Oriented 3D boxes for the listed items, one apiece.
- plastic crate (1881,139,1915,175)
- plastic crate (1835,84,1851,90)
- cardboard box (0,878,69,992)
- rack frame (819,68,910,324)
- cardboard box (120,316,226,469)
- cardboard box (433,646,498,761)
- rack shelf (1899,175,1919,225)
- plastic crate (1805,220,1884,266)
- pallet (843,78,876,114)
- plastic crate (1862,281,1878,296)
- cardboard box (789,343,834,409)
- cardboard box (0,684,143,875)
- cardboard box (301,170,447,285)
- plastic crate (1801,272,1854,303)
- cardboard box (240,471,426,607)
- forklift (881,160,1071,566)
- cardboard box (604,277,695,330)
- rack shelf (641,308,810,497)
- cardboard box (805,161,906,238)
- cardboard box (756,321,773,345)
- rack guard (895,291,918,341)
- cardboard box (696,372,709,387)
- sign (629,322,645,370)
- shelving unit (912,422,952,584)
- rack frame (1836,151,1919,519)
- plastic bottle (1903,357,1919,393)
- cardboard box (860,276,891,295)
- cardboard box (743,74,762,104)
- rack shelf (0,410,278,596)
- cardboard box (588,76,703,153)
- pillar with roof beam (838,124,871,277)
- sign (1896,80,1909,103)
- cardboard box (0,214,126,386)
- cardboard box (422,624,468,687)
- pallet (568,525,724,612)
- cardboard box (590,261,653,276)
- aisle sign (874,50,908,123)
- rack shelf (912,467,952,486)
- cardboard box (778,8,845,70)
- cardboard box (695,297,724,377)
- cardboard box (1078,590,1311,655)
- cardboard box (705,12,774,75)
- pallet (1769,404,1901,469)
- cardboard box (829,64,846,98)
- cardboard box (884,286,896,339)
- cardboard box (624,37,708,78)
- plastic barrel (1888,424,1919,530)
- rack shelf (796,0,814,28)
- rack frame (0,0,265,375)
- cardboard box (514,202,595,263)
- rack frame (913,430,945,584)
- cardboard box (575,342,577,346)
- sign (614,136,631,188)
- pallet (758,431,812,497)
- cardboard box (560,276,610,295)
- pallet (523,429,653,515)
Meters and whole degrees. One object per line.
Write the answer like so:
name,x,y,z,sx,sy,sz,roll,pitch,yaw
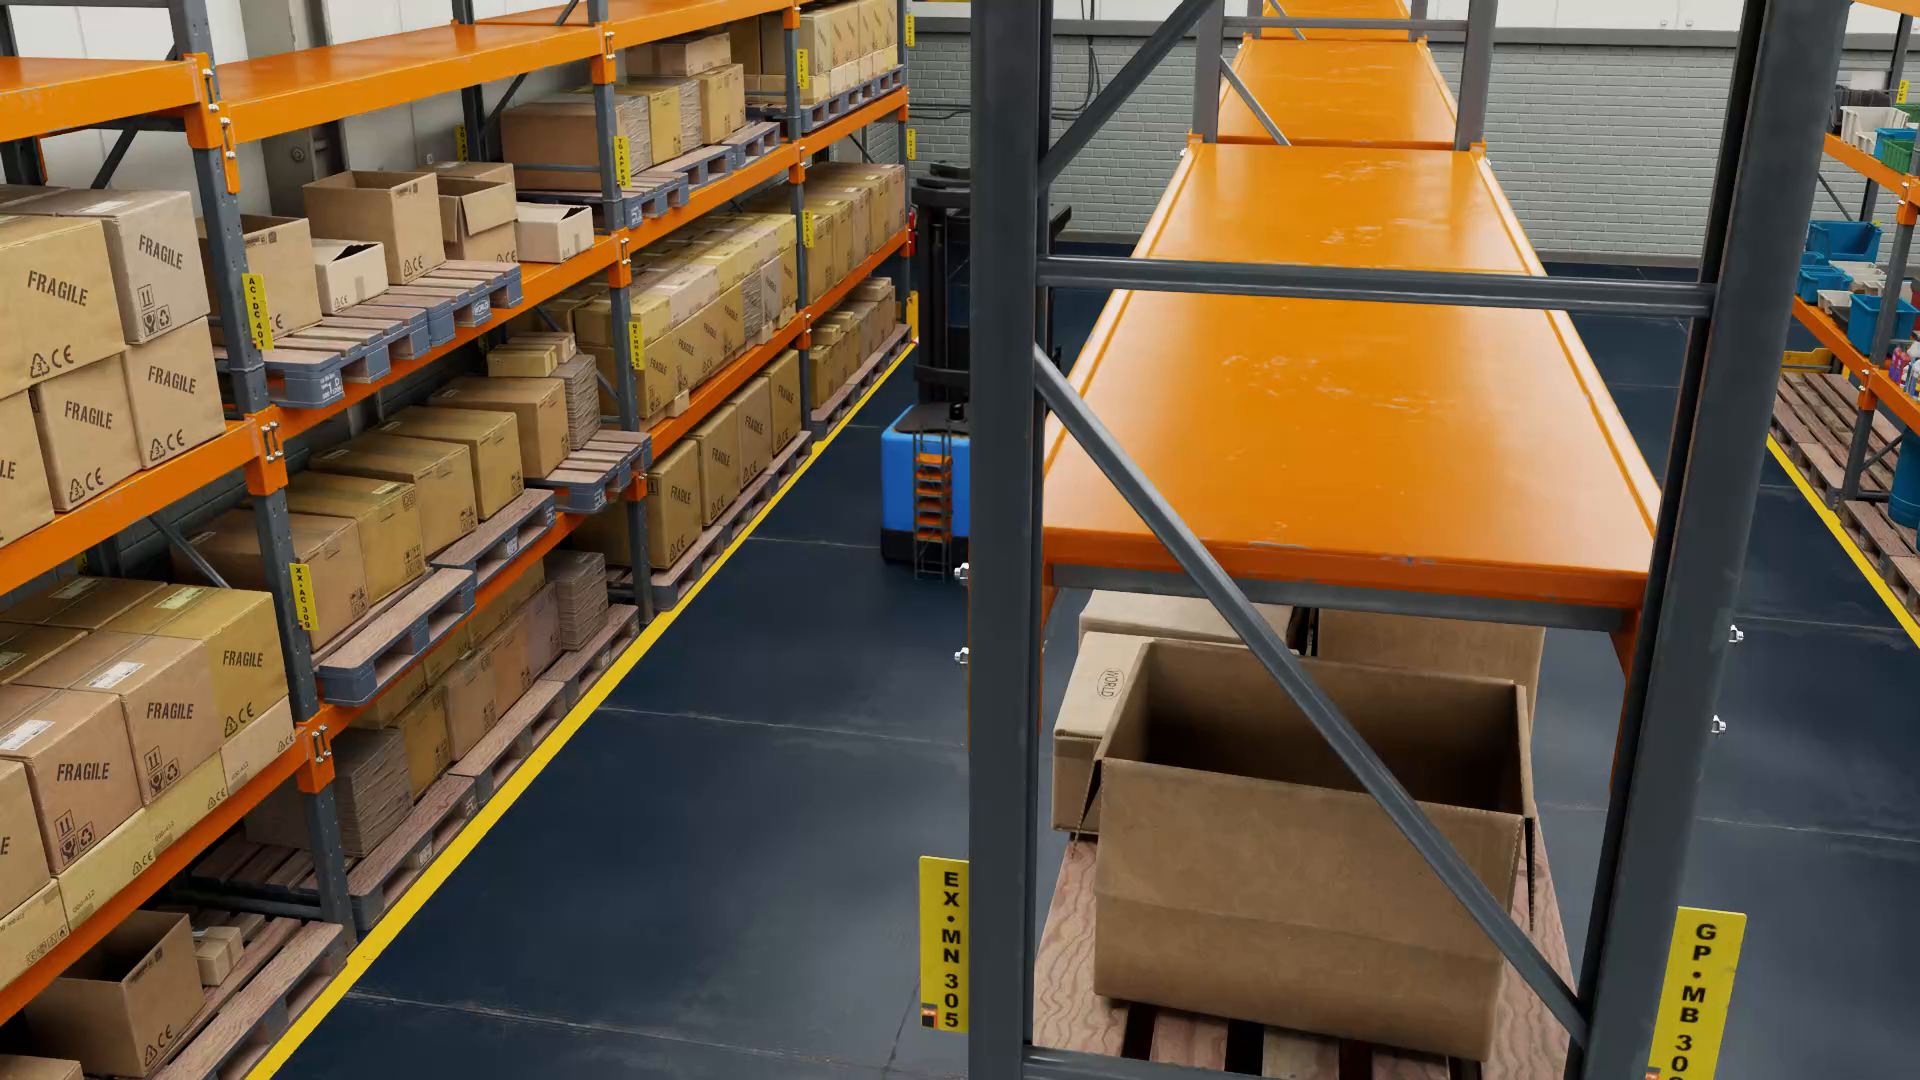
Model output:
plastic crate,7.602,-3.018,13.131,0.450,0.188,0.662,4,22,11
plastic crate,8.276,-4.221,16.010,0.497,0.269,0.590,4,22,11
cardboard box,-3.619,1.431,5.990,0.500,0.250,0.500,5,22,11
rack frame,-1.071,-3.765,18.718,1.000,3.000,0.127,4,22,11
cardboard box,-3.381,-0.619,6.730,0.500,0.500,0.500,5,22,12
cardboard box,-3.186,0.932,9.812,0.700,0.500,0.500,5,22,12
rack shelf,7.403,-1.873,10.968,1.077,0.370,4.000,4,22,11
plastic crate,8.742,-2.918,16.485,0.616,0.435,0.499,4,22,11
pallet,-1.459,-4.396,16.387,1.003,0.211,1.213,4,22,11
plastic crate,8.490,-2.285,15.316,0.298,0.136,0.250,4,22,11
cardboard box,-1.634,-1.603,16.134,0.700,0.500,0.500,5,22,12
cardboard box,-3.523,0.899,6.308,0.500,0.500,0.500,4,22,9
cardboard box,-3.078,-1.654,8.765,0.500,0.500,0.500,4,22,9
plastic crate,7.925,-2.304,15.233,0.416,0.233,0.300,4,22,11
cardboard box,-3.262,-0.014,8.682,0.700,0.500,0.500,7,23,16
forklift,0.265,-1.653,13.565,1.130,2.935,3.031,6,23,14
cardboard box,-2.250,-1.724,12.087,0.500,0.250,0.500,4,22,10
rack shelf,-2.296,-1.237,13.404,1.077,0.370,4.000,4,22,11
cardboard box,-1.165,-3.717,18.197,0.980,0.700,0.700,5,23,13
cardboard box,-1.801,-1.763,14.057,0.380,0.149,0.250,4,22,11
rack guard,-1.066,-2.615,19.207,1.175,0.500,0.348,4,22,11
cardboard box,-2.174,-1.308,12.925,0.380,0.149,0.250,5,22,12
sign,-2.170,-1.302,11.157,0.100,0.325,0.005,4,22,11
shelving unit,-0.206,-0.273,12.455,0.258,1.200,0.189,6,23,14
rack frame,7.811,-1.547,13.210,1.000,3.000,0.127,4,22,11
plastic bottle,7.266,-1.258,12.664,0.097,0.271,0.097,0,22,0
cardboard box,-0.964,-2.777,18.179,0.380,0.149,0.250,4,22,10
cardboard box,-1.977,-4.134,15.122,0.500,0.250,0.500,5,22,11
rack shelf,-3.928,0.297,5.579,1.077,0.370,4.000,4,22,11
cardboard box,-2.390,-3.244,12.685,0.700,0.500,0.500,4,22,11
pillar with roof beam,2.847,-7.273,19.398,9.100,9.000,0.400,4,22,11
sign,9.169,-4.317,16.212,0.100,0.325,0.005,4,22,11
cardboard box,-3.459,-0.881,6.043,0.500,0.500,0.500,6,23,14
cardboard box,-3.197,0.609,9.611,0.500,0.250,0.500,4,22,9
pallet,-2.469,0.171,12.676,1.003,0.211,1.213,4,22,11
cardboard box,-2.648,-1.943,12.631,0.500,0.250,0.500,4,22,10
aisle sign,-0.763,-4.975,18.241,0.394,0.787,0.004,4,22,11
rack shelf,-0.206,-0.454,12.382,0.258,0.103,0.180,6,23,14
cardboard box,-1.369,-4.641,15.378,0.500,0.500,0.500,4,22,10
cardboard box,-2.136,-1.563,12.692,0.500,0.500,0.500,4,22,11
cardboard box,0.604,0.208,4.206,0.500,0.311,0.500,7,23,17
cardboard box,-1.973,-4.486,14.994,0.500,0.500,0.500,4,22,11
pallet,8.170,-0.973,15.517,1.003,0.211,1.213,4,22,11
cardboard box,-1.370,-4.283,15.494,0.500,0.250,0.500,4,22,10
cardboard box,-1.116,-2.537,18.452,0.700,0.500,0.500,4,22,11
cardboard box,-2.293,-3.777,13.006,0.500,0.250,0.500,4,22,9
plastic barrel,7.683,-0.571,13.033,0.600,0.901,0.708,4,22,11
rack shelf,-1.479,-5.297,15.990,1.077,0.370,4.000,4,22,11
rack frame,-3.520,-2.159,6.700,1.000,3.000,0.127,4,22,11
cardboard box,-2.586,-1.915,10.201,0.500,0.311,0.500,4,22,11
rack frame,-0.230,-0.240,12.373,0.240,1.200,0.006,6,23,14
cardboard box,-2.865,-1.226,11.854,0.500,0.500,0.500,5,22,11
sign,-2.173,-2.429,10.692,0.100,0.325,0.005,4,22,11
pallet,-1.971,-0.721,14.891,1.003,0.211,1.213,4,22,11
cardboard box,-2.756,-1.756,12.166,0.500,0.250,0.500,4,22,9
pallet,-2.745,-0.482,10.822,1.213,0.211,1.003,4,22,11
